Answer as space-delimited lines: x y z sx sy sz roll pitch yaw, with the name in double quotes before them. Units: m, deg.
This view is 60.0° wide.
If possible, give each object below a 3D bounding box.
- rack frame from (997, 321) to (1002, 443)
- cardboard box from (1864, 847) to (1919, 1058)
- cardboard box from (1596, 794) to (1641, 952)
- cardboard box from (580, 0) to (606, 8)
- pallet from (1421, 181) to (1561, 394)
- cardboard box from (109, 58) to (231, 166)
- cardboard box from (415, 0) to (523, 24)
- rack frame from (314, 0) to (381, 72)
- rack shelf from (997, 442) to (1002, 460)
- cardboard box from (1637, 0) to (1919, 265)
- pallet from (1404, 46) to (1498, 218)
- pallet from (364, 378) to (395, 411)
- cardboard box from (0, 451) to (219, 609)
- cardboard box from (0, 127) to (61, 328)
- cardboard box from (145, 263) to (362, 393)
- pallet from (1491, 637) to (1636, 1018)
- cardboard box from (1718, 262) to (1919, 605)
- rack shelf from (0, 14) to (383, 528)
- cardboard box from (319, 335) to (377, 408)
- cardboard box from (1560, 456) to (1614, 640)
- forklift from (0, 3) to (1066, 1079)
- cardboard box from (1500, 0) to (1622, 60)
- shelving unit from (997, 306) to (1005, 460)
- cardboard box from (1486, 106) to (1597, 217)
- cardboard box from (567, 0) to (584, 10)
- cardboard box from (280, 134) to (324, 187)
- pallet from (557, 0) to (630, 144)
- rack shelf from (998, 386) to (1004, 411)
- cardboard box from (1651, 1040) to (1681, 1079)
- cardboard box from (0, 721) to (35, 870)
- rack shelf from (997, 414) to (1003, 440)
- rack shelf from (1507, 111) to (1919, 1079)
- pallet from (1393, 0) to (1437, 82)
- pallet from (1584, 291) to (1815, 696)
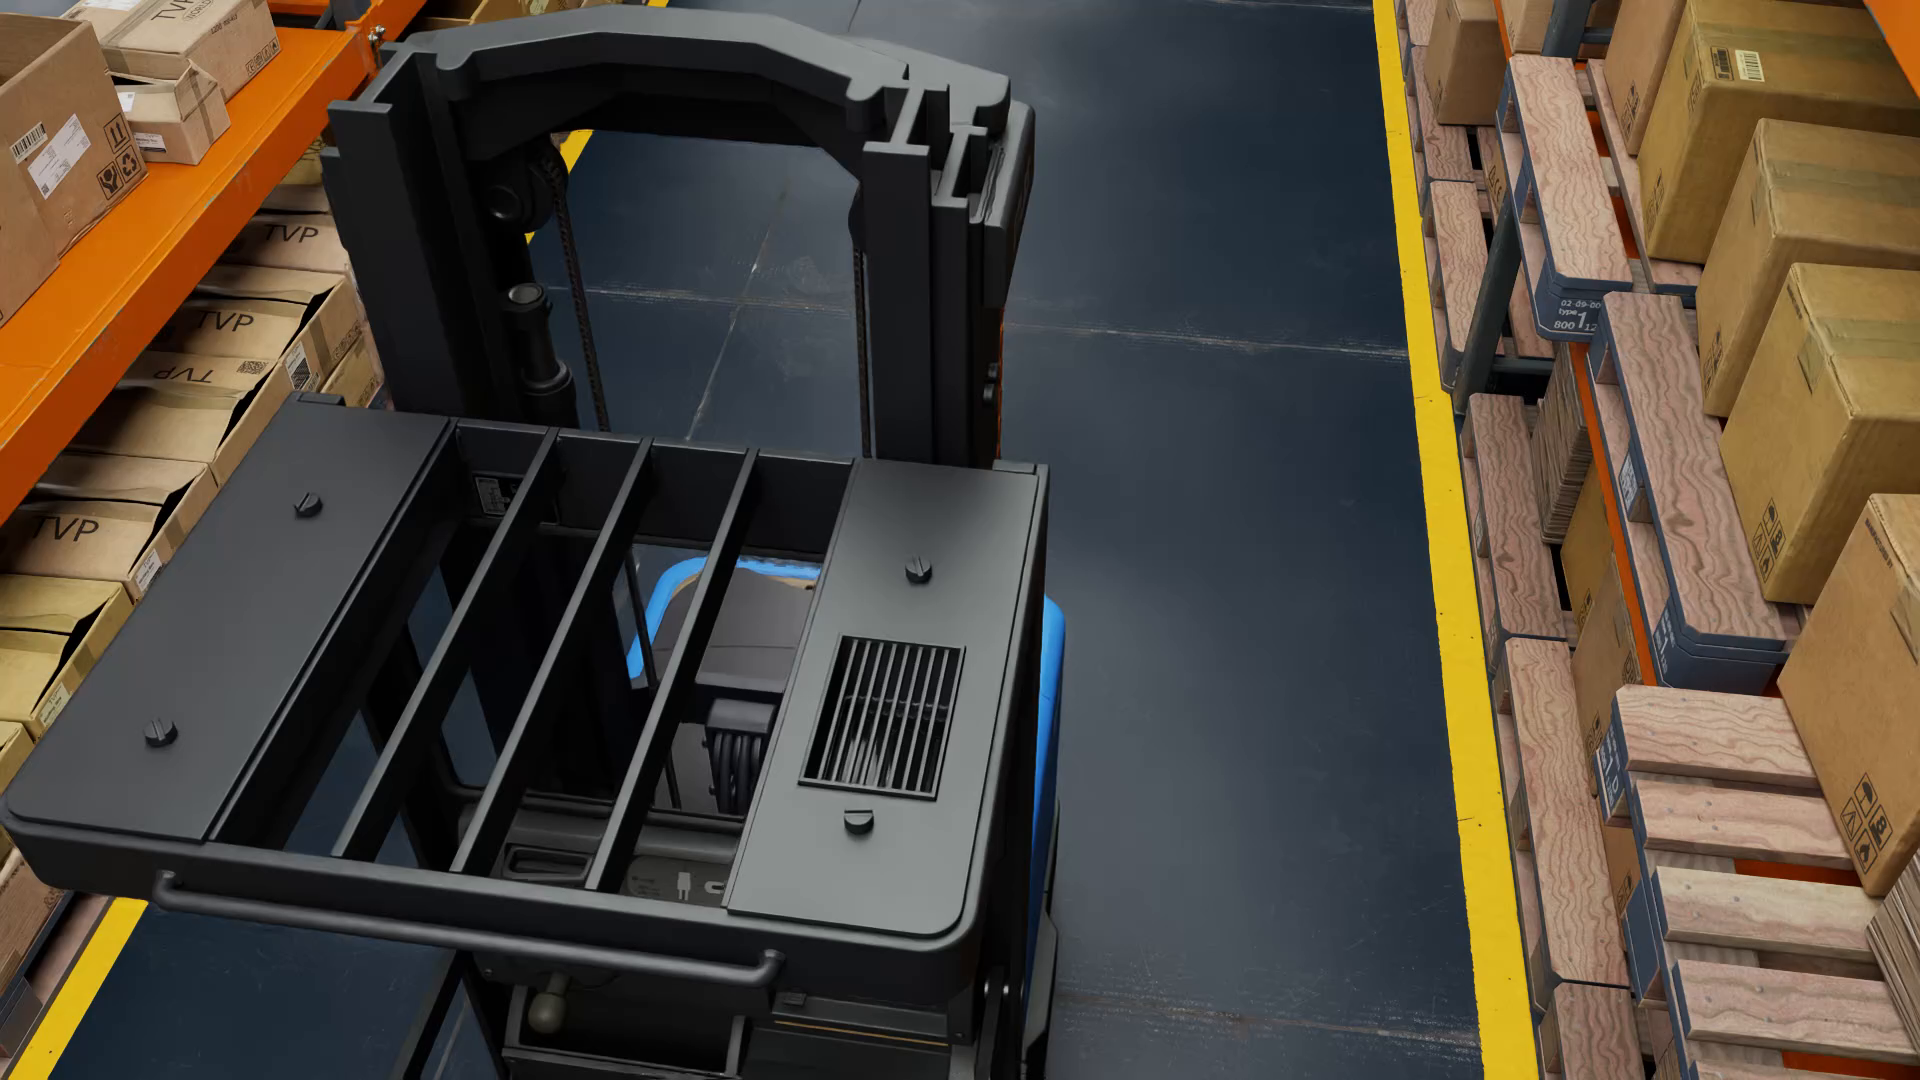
"rack frame" 0.014 -0.508 5.414 0.240 1.200 0.006 5 44 6
"cardboard box" 1.882 0.660 2.479 0.700 0.500 0.500 1 43 1
"cardboard box" 2.094 0.748 4.277 0.700 0.500 0.500 5 44 5
"cardboard box" -1.988 -2.461 7.862 0.500 0.250 0.500 5 44 6
"pallet" 2.412 -0.998 6.650 1.003 0.211 1.213 5 44 6
"cardboard box" -2.486 -1.332 5.073 0.396 0.266 0.258 4 44 4
"cardboard box" -2.122 -2.052 6.885 0.500 0.500 0.500 5 44 6
"rack frame" -2.552 -1.997 5.677 1.000 3.000 0.127 5 44 6
"rack shelf" 0.002 -0.239 5.543 0.258 0.103 0.180 5 44 6
"cardboard box" 2.177 -1.021 4.254 0.700 0.500 0.500 9 44 10
"pallet" 2.571 -1.831 7.531 1.003 0.211 1.213 5 44 6
"pallet" -2.611 -0.479 6.102 1.003 0.211 1.213 5 44 6
"cardboard box" -2.522 -0.015 4.871 0.500 0.311 0.500 5 44 5
"cardboard box" -2.806 -0.811 4.352 0.500 0.500 0.500 5 44 6
"cardboard box" -2.384 -0.697 5.591 0.500 0.311 0.500 6 44 7
"pallet" 2.098 0.828 4.722 1.003 0.211 1.213 5 44 6
"cardboard box" 2.025 -0.192 3.378 0.700 0.500 0.500 5 44 6
"rack shelf" -2.816 -0.373 4.485 1.077 0.370 4.000 5 44 6
"cardboard box" -2.388 -0.497 5.788 0.500 0.250 0.500 5 44 5
"cardboard box" 2.259 0.059 5.005 0.700 0.500 0.500 4 44 5
"forklift" -0.458 0.797 2.777 1.130 2.935 3.031 6 44 6
"cardboard box" 2.121 -1.852 5.619 0.500 0.250 0.500 5 44 6
"shelving unit" 0.002 -0.446 5.348 0.258 1.200 0.189 5 44 6
"cardboard box" 2.456 -1.512 6.664 0.500 0.500 0.500 2 43 2
"cardboard box" -1.984 -2.733 7.604 0.500 0.500 0.500 5 44 6
"cardboard box" -2.707 -1.487 6.833 0.500 0.250 0.500 5 44 6
"pallet" -2.246 -2.356 8.085 1.003 0.211 1.213 5 44 6
"rack shelf" 0.002 -0.413 5.378 0.258 0.103 0.180 5 44 6
"cardboard box" 1.873 1.429 3.557 0.700 0.500 0.500 6 44 6
"cardboard box" -2.659 0.682 4.134 0.500 0.311 0.500 4 44 4
"rack shelf" 0.002 -0.326 5.461 0.258 0.103 0.180 5 44 6
"rack shelf" 2.094 0.075 4.012 1.077 0.370 4.000 5 44 6
"pallet" 2.735 -2.661 8.406 1.003 0.211 1.213 5 44 6
"pallet" 2.051 -0.106 3.820 1.003 0.211 1.213 5 44 6
